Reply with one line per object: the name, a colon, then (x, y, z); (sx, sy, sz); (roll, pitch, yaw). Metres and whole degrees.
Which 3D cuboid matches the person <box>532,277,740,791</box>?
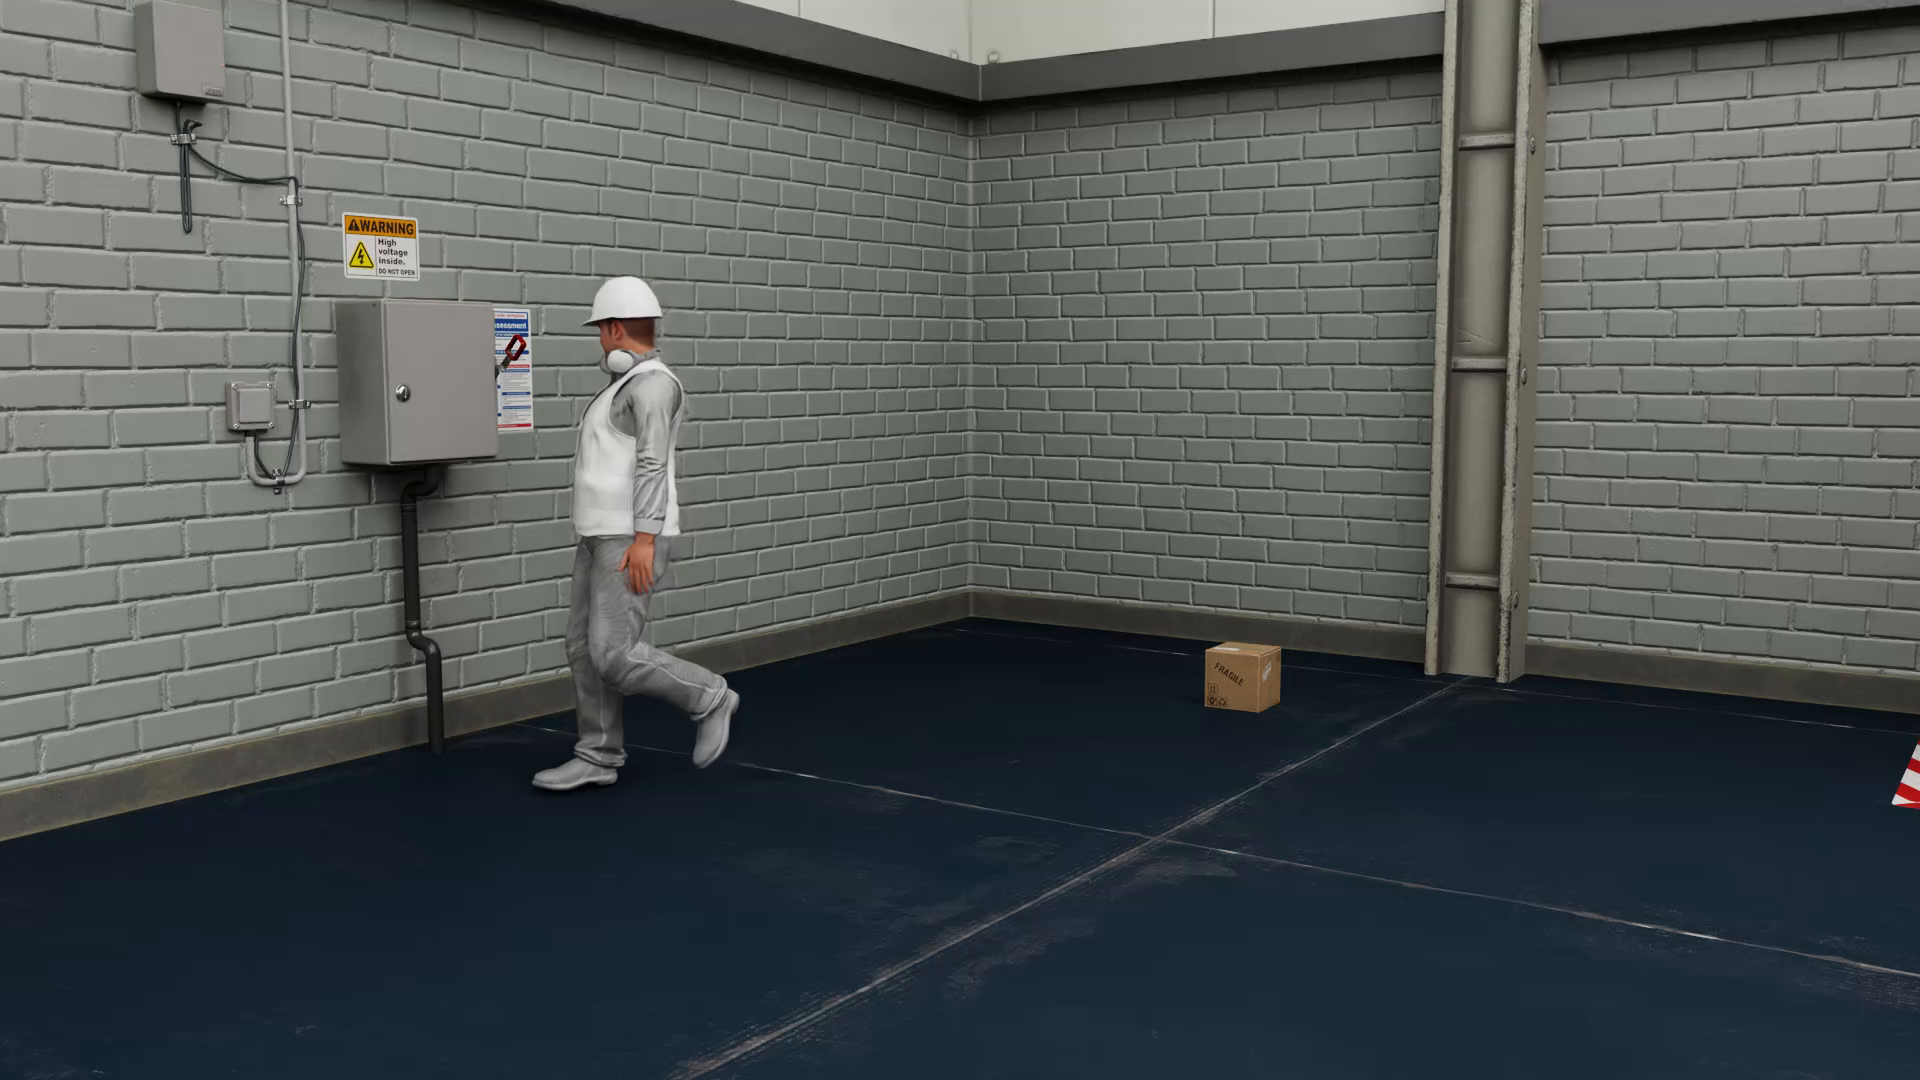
person: (-1.131, -0.018, 5.726); (0.698, 1.759, 0.550); (-3, 7, -24)
